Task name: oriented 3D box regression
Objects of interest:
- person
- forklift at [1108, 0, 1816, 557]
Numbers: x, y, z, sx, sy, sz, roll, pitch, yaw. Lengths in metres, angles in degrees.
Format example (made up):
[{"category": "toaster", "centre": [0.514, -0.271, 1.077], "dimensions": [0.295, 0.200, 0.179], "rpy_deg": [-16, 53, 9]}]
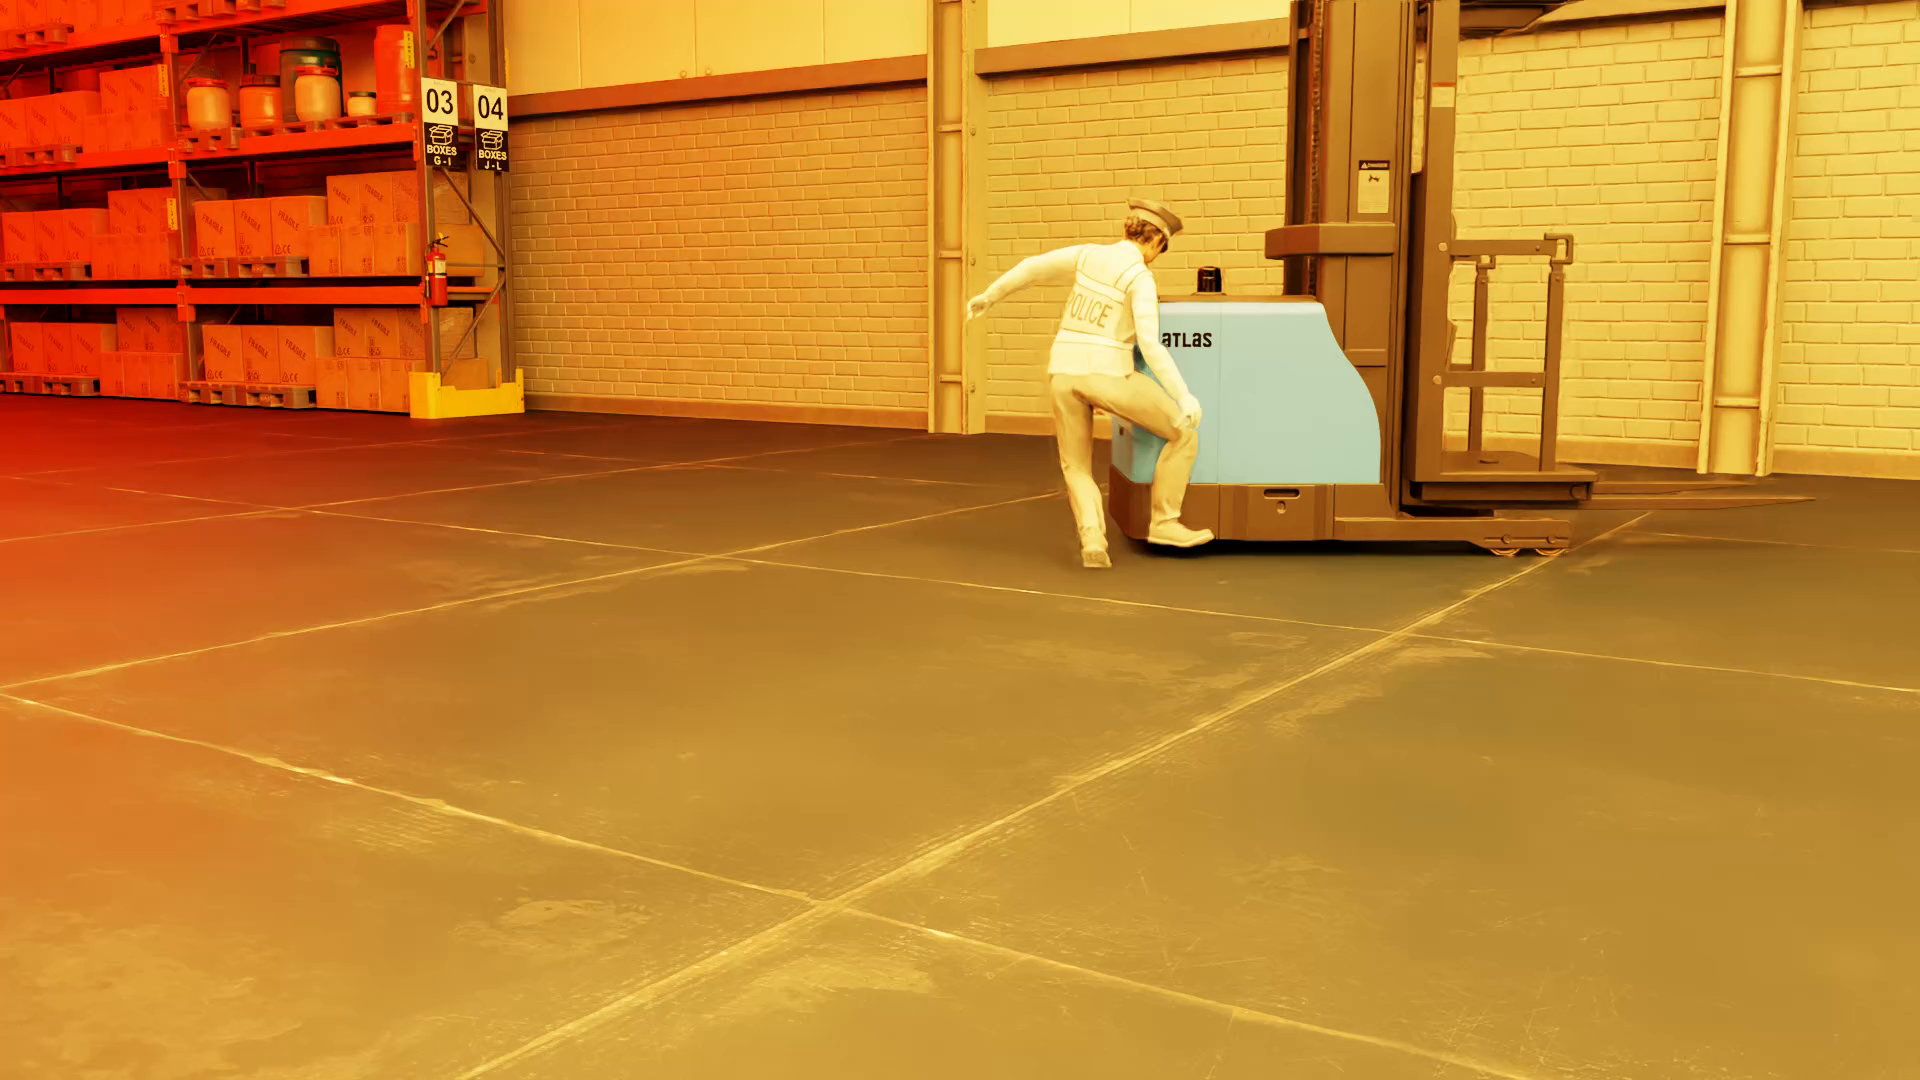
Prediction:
[{"category": "person", "centre": [0.537, -0.653, 7.007], "dimensions": [1.108, 1.547, 0.623], "rpy_deg": [7, 11, 40]}, {"category": "forklift", "centre": [2.235, -1.455, 7.424], "dimensions": [3.031, 2.935, 1.130], "rpy_deg": [0, 8, 0]}]
